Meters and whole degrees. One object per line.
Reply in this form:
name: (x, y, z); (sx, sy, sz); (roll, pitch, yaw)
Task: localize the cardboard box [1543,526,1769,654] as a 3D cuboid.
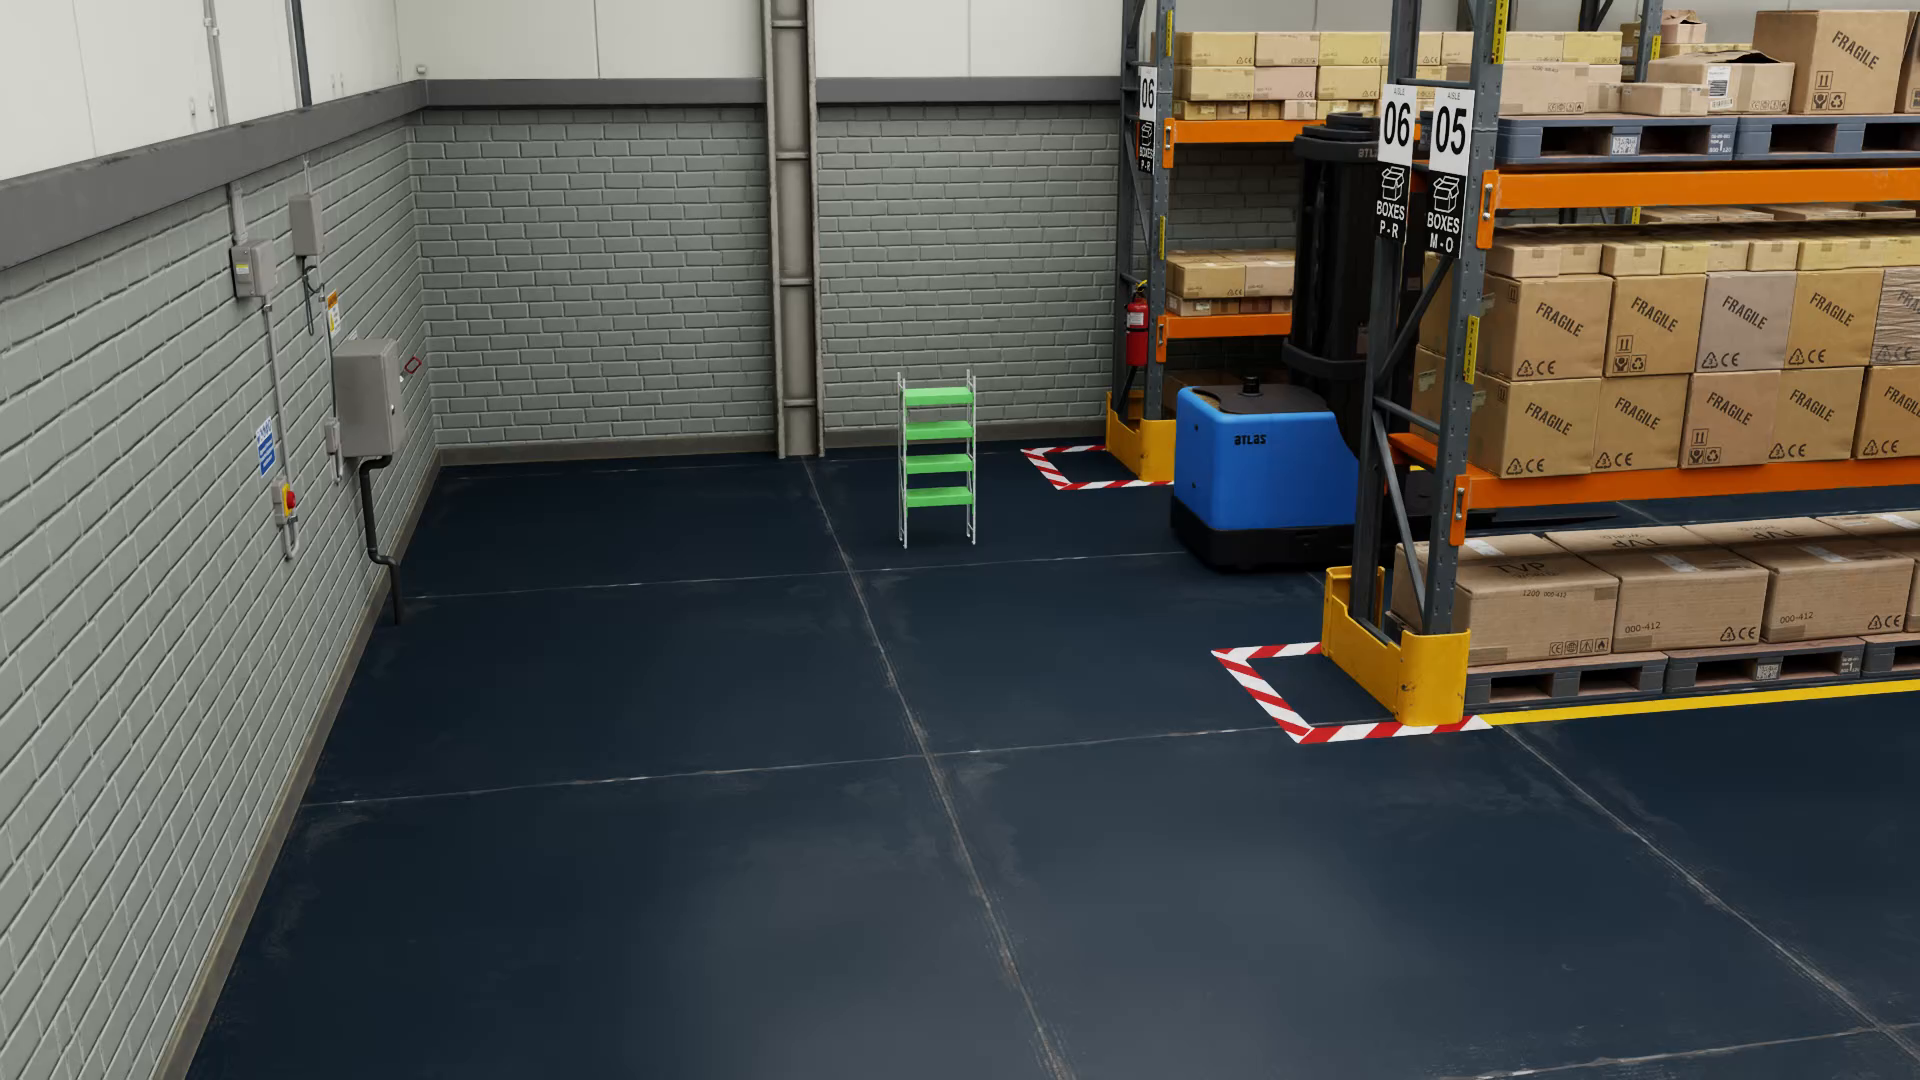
cardboard box: (3.921, 0.267, 9.481); (0.875, 0.438, 0.875); (-3, 17, -9)

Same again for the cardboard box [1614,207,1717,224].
cardboard box: (5.894, -2.502, 13.964); (0.500, 0.500, 0.700); (-3, 17, -9)

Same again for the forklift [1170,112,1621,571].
forklift: (3.070, -1.384, 11.324); (3.031, 2.935, 1.130); (-3, 17, -9)

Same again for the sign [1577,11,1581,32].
sign: (5.268, -4.320, 14.108); (0.005, 0.325, 0.100); (-3, 17, -10)

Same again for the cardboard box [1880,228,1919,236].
cardboard box: (5.070, -1.549, 8.769); (0.250, 0.149, 0.380); (-3, 17, -11)

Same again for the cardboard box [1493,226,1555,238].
cardboard box: (2.954, -1.572, 8.844); (0.250, 0.149, 0.380); (-3, 17, -9)

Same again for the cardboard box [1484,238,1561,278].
cardboard box: (2.796, -1.413, 8.327); (0.250, 0.149, 0.380); (-3, 17, -9)

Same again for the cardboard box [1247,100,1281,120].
cardboard box: (2.314, -3.364, 12.976); (0.250, 0.149, 0.380); (-3, 17, -10)

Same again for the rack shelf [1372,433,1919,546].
rack shelf: (4.358, -0.405, 9.247); (4.000, 0.370, 1.077); (-3, 17, -10)

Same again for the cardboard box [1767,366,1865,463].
cardboard box: (4.403, -0.721, 8.881); (0.500, 0.500, 0.500); (-3, 17, -9)

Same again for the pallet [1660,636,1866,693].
pallet: (4.360, 0.561, 9.625); (1.213, 0.211, 1.003); (-3, 17, -10)

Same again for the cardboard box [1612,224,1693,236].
cardboard box: (3.716, -1.607, 8.957); (0.250, 0.149, 0.380); (-3, 17, -11)

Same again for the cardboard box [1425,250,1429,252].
cardboard box: (3.864, -2.714, 14.010); (0.500, 0.500, 0.500); (-4, 17, -12)

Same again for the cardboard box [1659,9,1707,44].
cardboard box: (5.739, -4.110, 13.305); (0.258, 0.266, 0.396); (-3, 17, -11)

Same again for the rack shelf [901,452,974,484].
rack shelf: (-0.163, -0.503, 11.624); (0.480, 0.148, 0.258); (-3, 17, -10)

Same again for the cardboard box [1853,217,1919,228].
cardboard box: (5.216, -1.712, 9.299); (0.250, 0.149, 0.380); (-3, 17, -11)

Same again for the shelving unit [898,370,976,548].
shelving unit: (-0.163, -0.564, 11.606); (0.503, 1.200, 0.258); (-3, 17, -10)

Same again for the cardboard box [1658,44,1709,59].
cardboard box: (5.753, -3.886, 13.281); (0.250, 0.149, 0.380); (-3, 17, -9)

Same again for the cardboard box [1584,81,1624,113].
cardboard box: (3.216, -2.297, 8.616); (0.250, 0.149, 0.380); (-5, 18, -15)

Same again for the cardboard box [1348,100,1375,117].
cardboard box: (3.065, -3.397, 13.081); (0.250, 0.149, 0.380); (-3, 17, -11)

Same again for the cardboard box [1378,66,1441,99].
cardboard box: (3.440, -3.613, 13.107); (0.500, 0.250, 0.500); (-4, 17, -11)

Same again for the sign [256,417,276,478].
sign: (-3.188, -0.429, 7.638); (0.001, 0.218, 0.327); (-3, 17, -10)

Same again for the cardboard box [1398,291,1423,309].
cardboard box: (3.593, -2.000, 13.641); (0.250, 0.149, 0.380); (-3, 17, -11)

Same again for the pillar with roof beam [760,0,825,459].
pillar with roof beam: (-0.552, -3.805, 8.872); (0.400, 9.000, 9.100); (-3, 17, -10)

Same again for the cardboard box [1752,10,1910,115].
cardboard box: (4.402, -2.437, 8.472); (0.500, 0.500, 0.500); (-3, 17, -9)

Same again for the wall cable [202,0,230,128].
wall cable: (-3.137, -3.107, 6.602); (0.029, 3.000, 0.463); (-3, 17, -10)

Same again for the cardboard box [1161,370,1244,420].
cardboard box: (2.068, -1.082, 13.764); (0.637, 0.503, 0.797); (-4, 18, -13)

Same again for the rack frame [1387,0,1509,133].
rack frame: (2.395, -3.505, 7.898); (0.127, 3.000, 1.000); (-3, 17, -10)

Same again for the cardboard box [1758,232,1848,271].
cardboard box: (4.326, -1.488, 8.568); (0.250, 0.149, 0.380); (-4, 17, -12)

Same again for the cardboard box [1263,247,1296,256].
cardboard box: (2.844, -2.295, 13.925); (0.500, 0.250, 0.500); (-3, 17, -9)

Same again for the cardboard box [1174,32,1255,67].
cardboard box: (1.933, -3.764, 12.746); (0.500, 0.250, 0.500); (-3, 17, -11)

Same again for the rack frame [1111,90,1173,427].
rack frame: (1.449, -2.068, 13.437); (0.127, 3.000, 1.000); (-3, 17, -10)

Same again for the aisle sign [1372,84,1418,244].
aisle sign: (2.265, -1.966, 8.675); (0.004, 0.787, 0.394); (-3, 17, -10)

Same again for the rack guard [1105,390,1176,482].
rack guard: (1.524, -0.878, 13.818); (0.348, 0.500, 1.175); (-3, 17, -10)

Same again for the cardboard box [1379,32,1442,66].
cardboard box: (3.425, -3.850, 13.027); (0.500, 0.250, 0.500); (-3, 17, -9)

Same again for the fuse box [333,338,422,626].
fuse box: (-3.393, -0.315, 9.921); (0.414, 1.711, 0.539); (-3, 17, -10)

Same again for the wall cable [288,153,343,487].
wall cable: (-3.418, -1.211, 8.914); (0.122, 1.984, 0.588); (-3, 17, -10)

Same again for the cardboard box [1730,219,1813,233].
cardboard box: (4.464, -1.674, 9.175); (0.250, 0.149, 0.380); (-3, 17, -10)

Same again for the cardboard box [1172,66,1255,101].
cardboard box: (1.937, -3.519, 12.799); (0.500, 0.250, 0.500); (-3, 17, -11)

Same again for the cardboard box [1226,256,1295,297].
cardboard box: (2.441, -2.115, 13.336); (0.500, 0.250, 0.500); (-3, 17, -10)

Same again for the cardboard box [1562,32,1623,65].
cardboard box: (4.927, -3.937, 13.309); (0.500, 0.250, 0.500); (-3, 17, -10)

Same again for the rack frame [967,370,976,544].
rack frame: (0.077, -0.578, 11.650); (0.015, 1.200, 0.240); (-3, 17, -10)

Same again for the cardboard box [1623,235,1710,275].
cardboard box: (3.571, -1.450, 8.445); (0.250, 0.149, 0.380); (-4, 17, -12)

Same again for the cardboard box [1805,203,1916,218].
cardboard box: (7.736, -2.620, 14.341); (0.637, 0.503, 0.797); (-4, 17, -12)

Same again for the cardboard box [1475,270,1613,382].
cardboard box: (2.920, -1.108, 8.437); (0.500, 0.500, 0.500); (-4, 17, -12)

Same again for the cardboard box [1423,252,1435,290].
cardboard box: (3.942, -2.207, 13.636); (0.500, 0.250, 0.500); (-3, 17, -11)

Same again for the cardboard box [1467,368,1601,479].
cardboard box: (2.920, -0.629, 8.582); (0.500, 0.500, 0.500); (-3, 17, -11)

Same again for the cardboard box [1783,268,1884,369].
cardboard box: (4.419, -1.198, 8.729); (0.500, 0.500, 0.500); (-3, 17, -10)

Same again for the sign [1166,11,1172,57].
sign: (1.552, -3.764, 12.359); (0.005, 0.325, 0.100); (-3, 17, -10)

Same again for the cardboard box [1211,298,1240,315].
cardboard box: (2.065, -1.915, 13.365); (0.250, 0.149, 0.380); (-3, 17, -9)

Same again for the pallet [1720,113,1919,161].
pallet: (4.321, -2.142, 8.720); (1.213, 0.211, 1.003); (-3, 17, -10)
